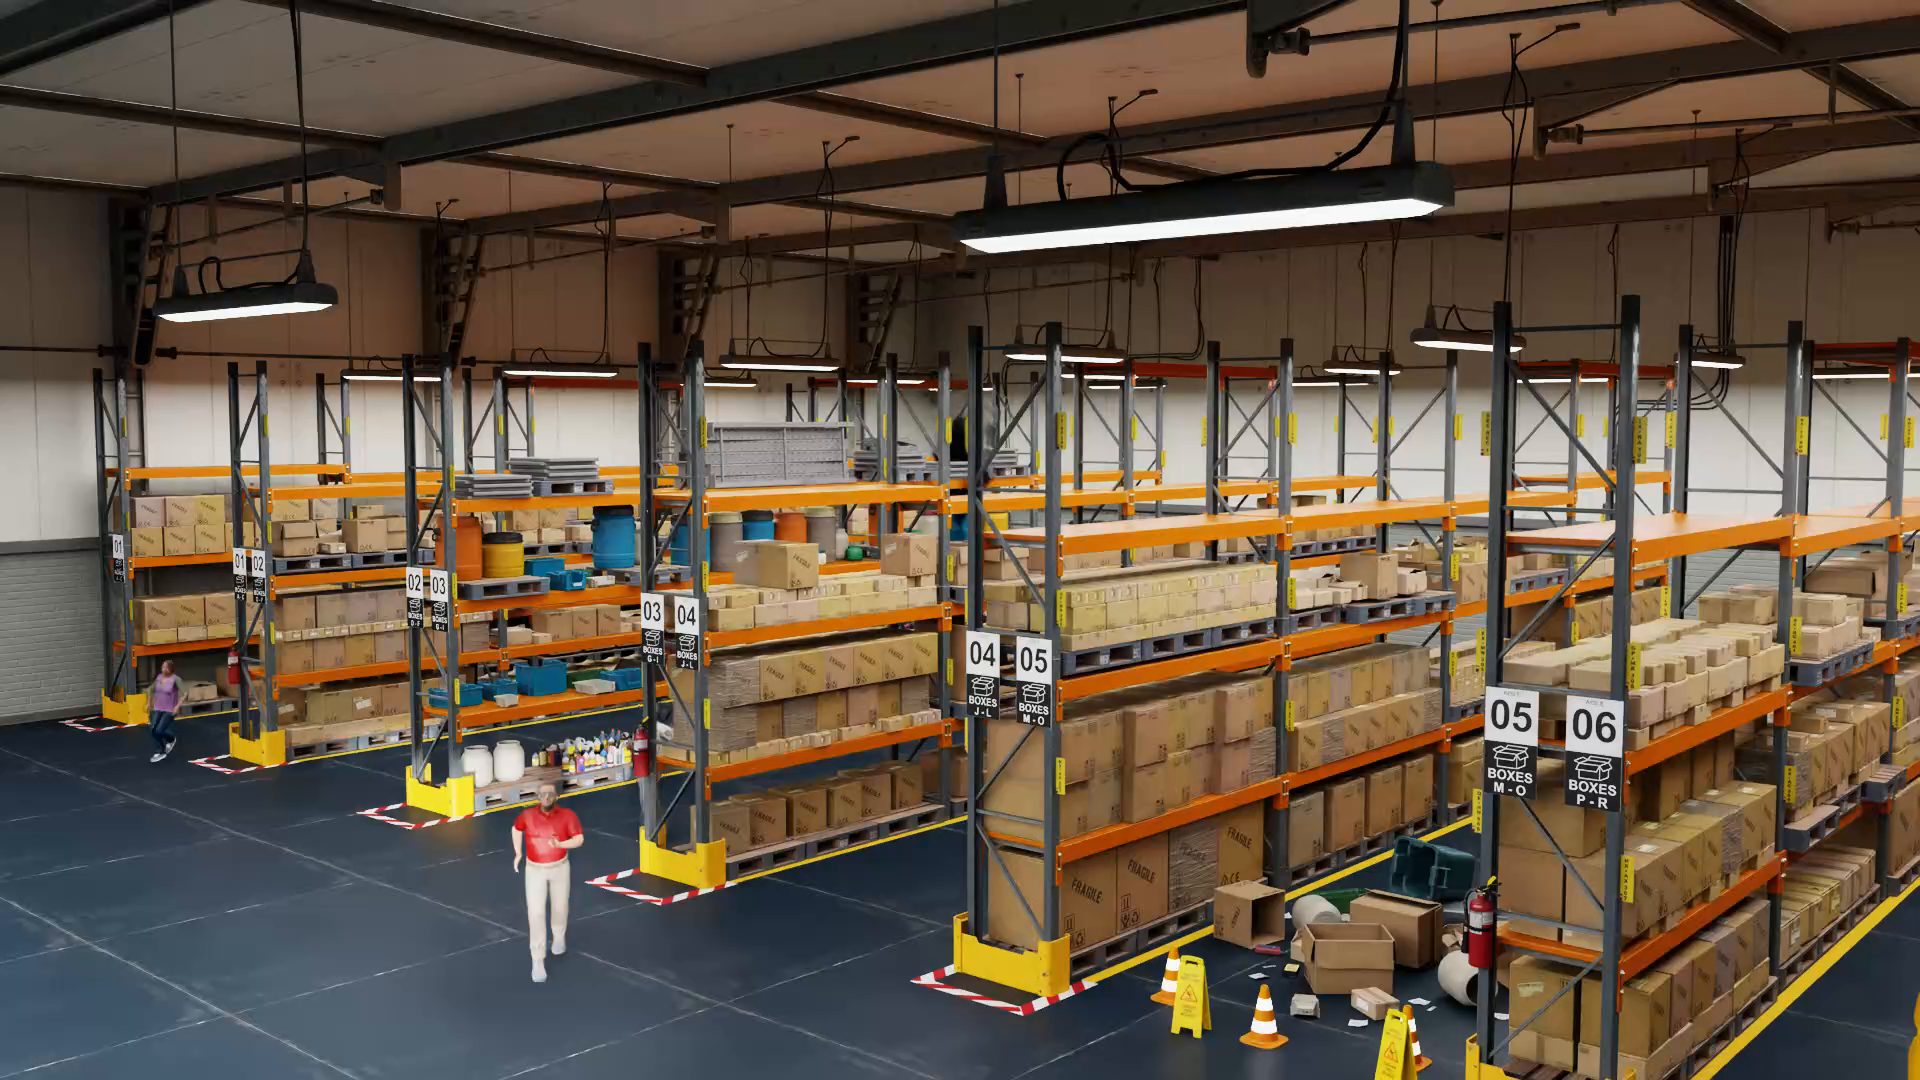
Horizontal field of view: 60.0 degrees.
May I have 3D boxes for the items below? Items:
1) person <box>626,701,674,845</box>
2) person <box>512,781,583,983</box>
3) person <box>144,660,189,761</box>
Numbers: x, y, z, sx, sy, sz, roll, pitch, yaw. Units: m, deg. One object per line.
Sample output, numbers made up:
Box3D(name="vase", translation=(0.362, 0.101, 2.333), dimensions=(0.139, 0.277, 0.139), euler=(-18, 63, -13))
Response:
Box3D(name="person", translation=(-3.804, 2.830, 20.349), dimensions=(0.556, 1.744, 0.714), euler=(3, 5, 31))
Box3D(name="person", translation=(-3.866, 3.144, 15.618), dimensions=(0.649, 1.767, 0.907), euler=(-1, 4, -14))
Box3D(name="person", translation=(-11.947, 2.568, 25.026), dimensions=(0.595, 1.547, 0.487), euler=(1, 4, 12))
